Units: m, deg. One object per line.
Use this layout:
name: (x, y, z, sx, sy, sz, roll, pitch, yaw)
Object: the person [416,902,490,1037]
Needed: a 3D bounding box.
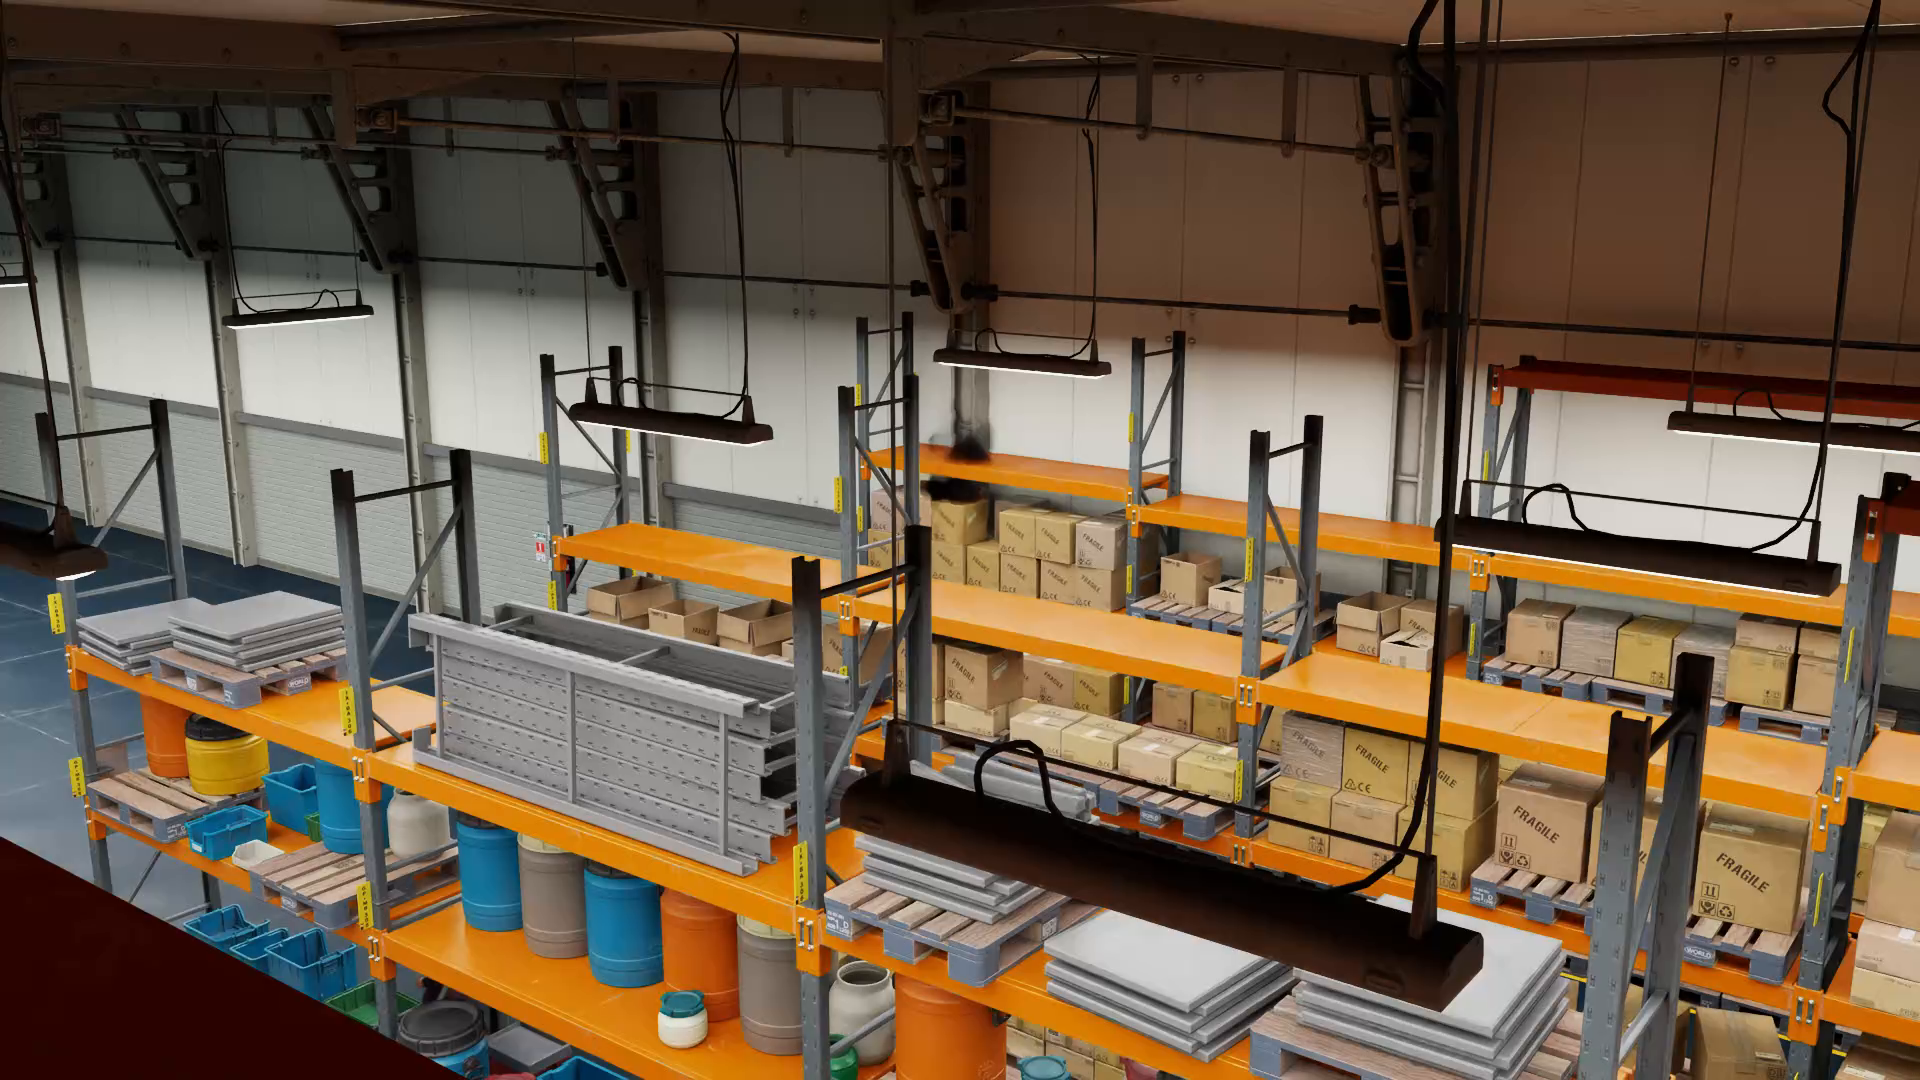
person: (-4.420, 3.923, 14.541, 0.756, 1.743, 0.711, 6, 14, 25)
